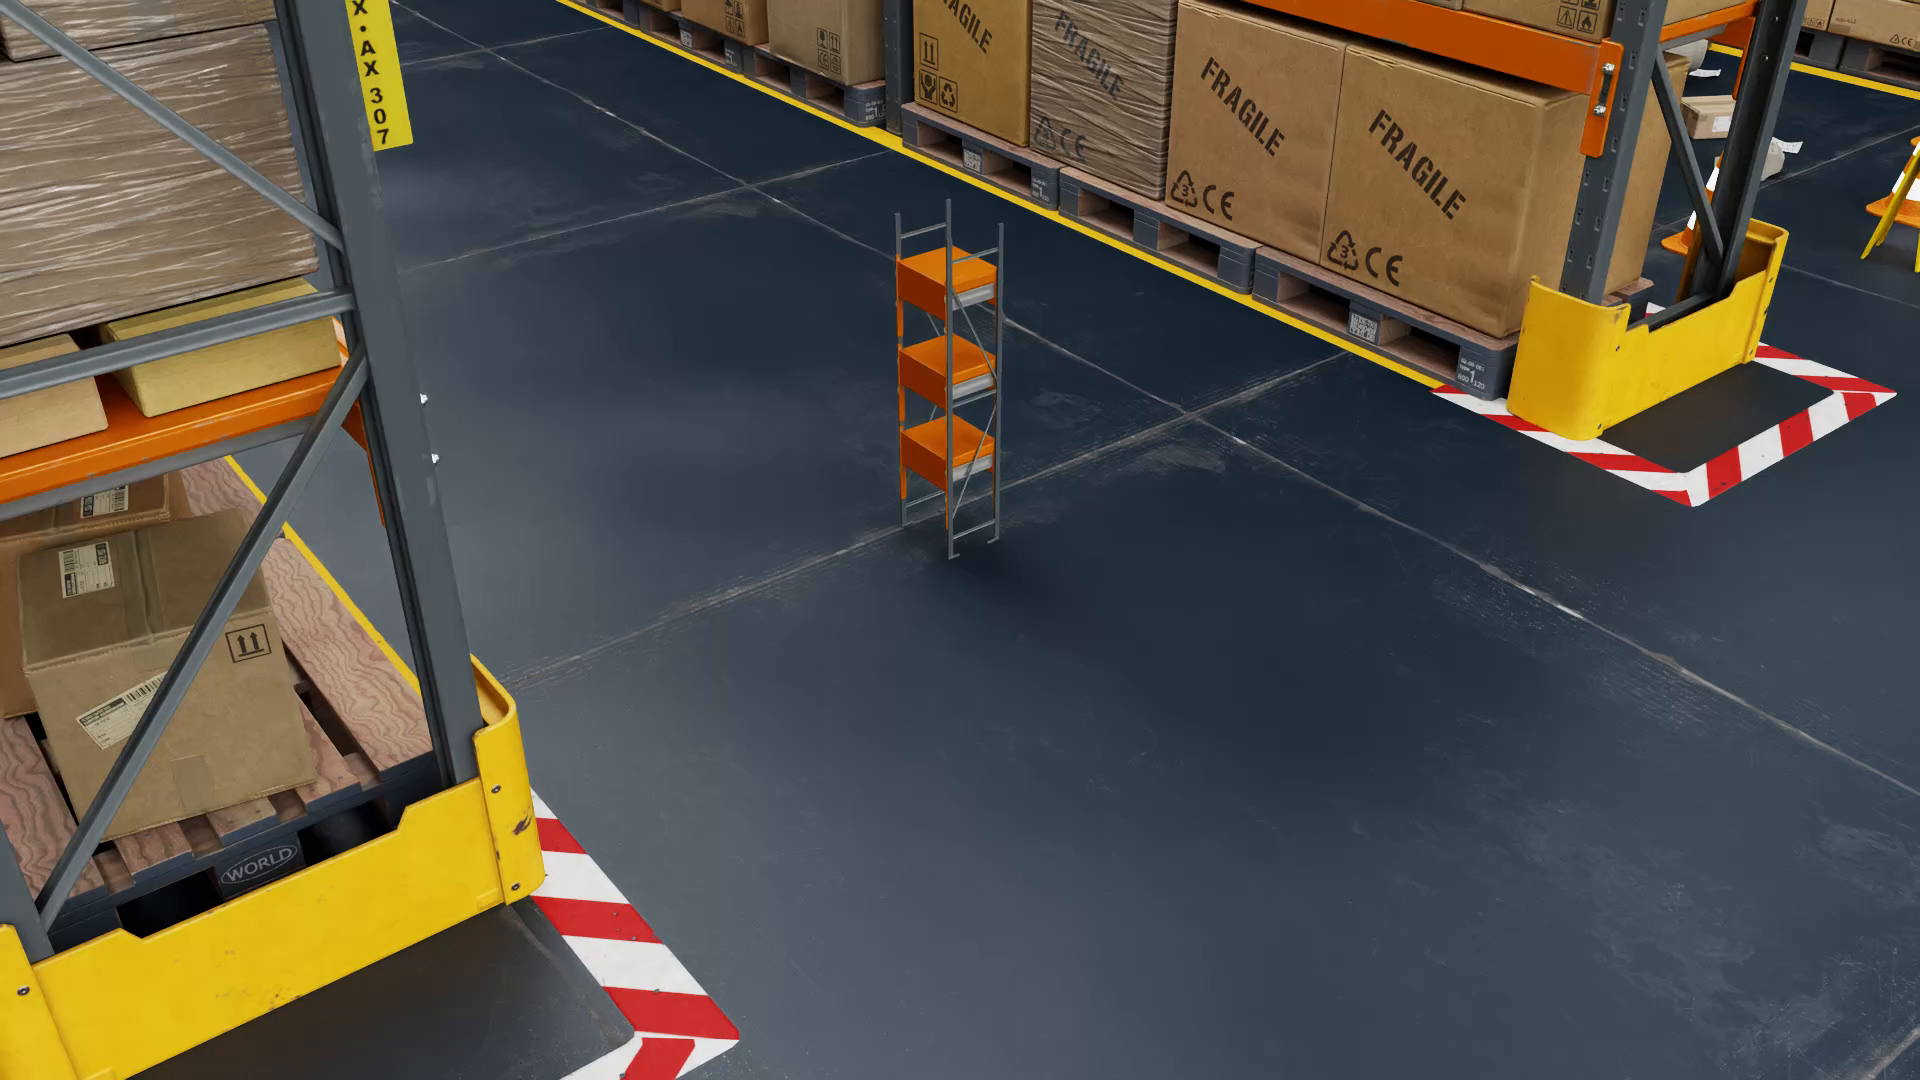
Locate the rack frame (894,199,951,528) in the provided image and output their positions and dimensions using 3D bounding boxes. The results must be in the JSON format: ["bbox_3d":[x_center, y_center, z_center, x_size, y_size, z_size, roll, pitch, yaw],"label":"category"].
[{"bbox_3d":[-0.108,-0.519,5.091,0.200,1.050,0.008,-22,38,-31],"label":"rack frame"}]

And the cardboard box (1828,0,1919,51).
[{"bbox_3d":[5.328,-2.999,9.443,0.500,0.250,0.500,-22,38,-31],"label":"cardboard box"}]

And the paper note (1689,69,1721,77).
[{"bbox_3d":[4.279,-2.688,9.549,0.148,0.019,0.142,18,36,27],"label":"paper note"}]

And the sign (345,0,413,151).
[{"bbox_3d":[-1.052,-0.857,2.967,0.100,0.325,0.005,-22,38,-31],"label":"sign"}]

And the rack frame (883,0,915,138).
[{"bbox_3d":[0.046,-3.544,8.113,1.000,3.000,0.127,-22,38,-31],"label":"rack frame"}]

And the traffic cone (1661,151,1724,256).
[{"bbox_3d":[3.295,-1.480,7.194,0.336,0.463,0.334,-22,38,-31],"label":"traffic cone"}]

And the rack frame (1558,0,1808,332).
[{"bbox_3d":[2.499,-1.877,5.428,1.000,3.000,0.127,-22,38,-31],"label":"rack frame"}]

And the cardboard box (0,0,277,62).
[{"bbox_3d":[-1.603,-1.225,3.055,0.500,0.500,0.500,-22,38,-31],"label":"cardboard box"}]

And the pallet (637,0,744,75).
[{"bbox_3d":[-1.239,-3.165,10.146,1.003,0.211,1.213,-22,38,-31],"label":"pallet"}]

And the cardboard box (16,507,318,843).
[{"bbox_3d":[-1.851,0.304,3.889,0.500,0.500,0.500,-15,35,-23],"label":"cardboard box"}]

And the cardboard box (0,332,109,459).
[{"bbox_3d":[-1.819,-0.259,3.062,0.380,0.149,0.250,-22,38,-31],"label":"cardboard box"}]

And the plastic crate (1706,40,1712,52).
[{"bbox_3d":[4.209,-3.027,10.049,0.583,0.080,0.402,18,36,27],"label":"plastic crate"}]

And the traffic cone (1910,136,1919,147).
[{"bbox_3d":[5.064,-2.204,8.361,0.336,0.463,0.334,-22,38,-31],"label":"traffic cone"}]

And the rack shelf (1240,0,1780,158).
[{"bbox_3d":[1.273,-2.405,6.960,1.077,0.370,4.000,-22,38,-31],"label":"rack shelf"}]

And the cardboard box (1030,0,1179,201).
[{"bbox_3d":[0.932,-2.160,7.501,0.875,0.875,0.875,-22,38,-31],"label":"cardboard box"}]

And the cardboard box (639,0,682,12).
[{"bbox_3d":[-1.566,-3.787,10.239,1.050,0.750,0.750,-22,38,-31],"label":"cardboard box"}]

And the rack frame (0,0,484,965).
[{"bbox_3d":[-1.481,-0.314,2.912,1.000,3.000,0.127,-22,38,-31],"label":"rack frame"}]

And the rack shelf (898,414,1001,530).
[{"bbox_3d":[-0.033,-0.223,5.161,0.215,0.259,0.240,-22,38,-31],"label":"rack shelf"}]

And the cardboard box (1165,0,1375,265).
[{"bbox_3d":[1.490,-1.780,6.888,0.875,0.875,0.875,-23,39,-32],"label":"cardboard box"}]

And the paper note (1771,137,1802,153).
[{"bbox_3d":[4.195,-2.009,8.456,0.142,0.019,0.148,18,36,27],"label":"paper note"}]

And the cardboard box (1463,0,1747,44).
[{"bbox_3d":[2.236,-2.080,5.614,0.875,0.550,0.550,-22,38,-31],"label":"cardboard box"}]

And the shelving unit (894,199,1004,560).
[{"bbox_3d":[-0.033,-0.468,5.009,0.215,1.050,0.252,-22,38,-31],"label":"shelving unit"}]

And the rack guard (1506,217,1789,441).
[{"bbox_3d":[2.514,-0.805,6.072,1.175,0.500,0.348,-22,38,-31],"label":"rack guard"}]

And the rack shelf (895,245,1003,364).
[{"bbox_3d":[-0.033,-0.700,4.865,0.215,0.259,0.240,-22,38,-31],"label":"rack shelf"}]

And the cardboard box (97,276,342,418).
[{"bbox_3d":[-1.467,-0.403,3.294,0.380,0.149,0.250,-22,38,-31],"label":"cardboard box"}]

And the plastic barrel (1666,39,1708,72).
[{"bbox_3d":[3.885,-2.797,9.352,0.512,0.421,0.421,1,32,2],"label":"plastic barrel"}]

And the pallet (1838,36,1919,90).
[{"bbox_3d":[5.830,-2.717,9.425,1.003,0.211,1.213,-22,38,-31],"label":"pallet"}]

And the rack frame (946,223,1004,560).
[{"bbox_3d":[0.042,-0.417,4.927,0.200,1.050,0.008,-22,38,-31],"label":"rack frame"}]

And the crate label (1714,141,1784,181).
[{"bbox_3d":[3.865,-1.873,8.135,0.298,0.136,0.250,12,34,19],"label":"crate label"}]

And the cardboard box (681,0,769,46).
[{"bbox_3d":[-0.994,-3.399,9.614,1.050,0.750,0.750,-22,38,-31],"label":"cardboard box"}]

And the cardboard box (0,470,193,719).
[{"bbox_3d":[-2.244,0.066,4.272,0.500,0.500,0.500,-12,34,-19],"label":"cardboard box"}]

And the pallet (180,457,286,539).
[{"bbox_3d":[-2.742,-0.019,5.081,1.003,0.211,1.213,-22,38,-31],"label":"pallet"}]

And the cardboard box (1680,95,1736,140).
[{"bbox_3d":[3.948,-2.202,8.654,0.380,0.149,0.250,-4,32,-7],"label":"cardboard box"}]

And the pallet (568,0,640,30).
[{"bbox_3d":[-1.983,-3.673,10.964,1.003,0.211,1.213,-22,38,-31],"label":"pallet"}]

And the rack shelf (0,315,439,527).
[{"bbox_3d":[-2.707,-0.842,4.444,1.077,0.370,4.000,-22,38,-31],"label":"rack shelf"}]

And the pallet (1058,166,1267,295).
[{"bbox_3d":[1.203,-1.508,7.478,1.003,0.211,1.213,-22,38,-31],"label":"pallet"}]

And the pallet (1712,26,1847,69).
[{"bbox_3d":[5.086,-3.225,10.243,1.003,0.211,1.213,-22,38,-31],"label":"pallet"}]

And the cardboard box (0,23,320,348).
[{"bbox_3d":[-1.797,-0.721,3.191,0.875,0.500,0.500,-22,38,-31],"label":"cardboard box"}]

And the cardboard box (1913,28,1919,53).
[{"bbox_3d":[5.624,-2.790,9.108,0.500,0.250,0.500,-22,38,-32],"label":"cardboard box"}]

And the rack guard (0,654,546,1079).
[{"bbox_3d":[-1.528,0.716,3.623,1.175,0.500,0.348,-22,38,-31],"label":"rack guard"}]

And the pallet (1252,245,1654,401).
[{"bbox_3d":[1.947,-1.000,6.660,1.003,0.211,1.213,-22,38,-31],"label":"pallet"}]

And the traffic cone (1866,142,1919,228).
[{"bbox_3d":[4.396,-1.704,7.554,0.336,0.463,0.334,-22,38,-31],"label":"traffic cone"}]

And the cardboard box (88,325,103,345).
[{"bbox_3d":[-1.606,-0.514,3.472,0.380,0.149,0.250,-22,38,-31],"label":"cardboard box"}]

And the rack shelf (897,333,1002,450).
[{"bbox_3d":[-0.033,-0.459,5.014,0.215,0.259,0.240,-22,38,-31],"label":"rack shelf"}]

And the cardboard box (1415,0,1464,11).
[{"bbox_3d":[1.881,-2.302,5.972,0.875,0.550,0.550,-22,38,-31],"label":"cardboard box"}]

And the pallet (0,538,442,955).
[{"bbox_3d":[-1.998,0.489,4.263,1.003,0.211,1.213,-22,38,-31],"label":"pallet"}]

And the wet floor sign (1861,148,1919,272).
[{"bbox_3d":[4.081,-1.505,7.062,0.232,0.644,0.267,26,40,35],"label":"wet floor sign"}]

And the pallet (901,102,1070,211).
[{"bbox_3d":[0.451,-2.017,8.297,1.003,0.211,1.213,-22,38,-31],"label":"pallet"}]

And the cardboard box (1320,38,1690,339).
[{"bbox_3d":[2.031,-1.414,6.299,0.875,0.875,0.875,-22,38,-31],"label":"cardboard box"}]

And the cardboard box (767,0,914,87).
[{"bbox_3d":[-0.406,-2.996,8.965,1.050,0.750,0.750,-22,38,-32],"label":"cardboard box"}]

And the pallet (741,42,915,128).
[{"bbox_3d":[-0.487,-2.656,9.327,1.003,0.211,1.213,-22,38,-31],"label":"pallet"}]

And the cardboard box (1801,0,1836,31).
[{"bbox_3d":[5.002,-3.215,9.792,0.500,0.250,0.500,-24,39,-33],"label":"cardboard box"}]

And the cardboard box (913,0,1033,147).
[{"bbox_3d":[0.377,-2.535,8.104,0.875,0.875,0.875,-22,38,-31],"label":"cardboard box"}]
